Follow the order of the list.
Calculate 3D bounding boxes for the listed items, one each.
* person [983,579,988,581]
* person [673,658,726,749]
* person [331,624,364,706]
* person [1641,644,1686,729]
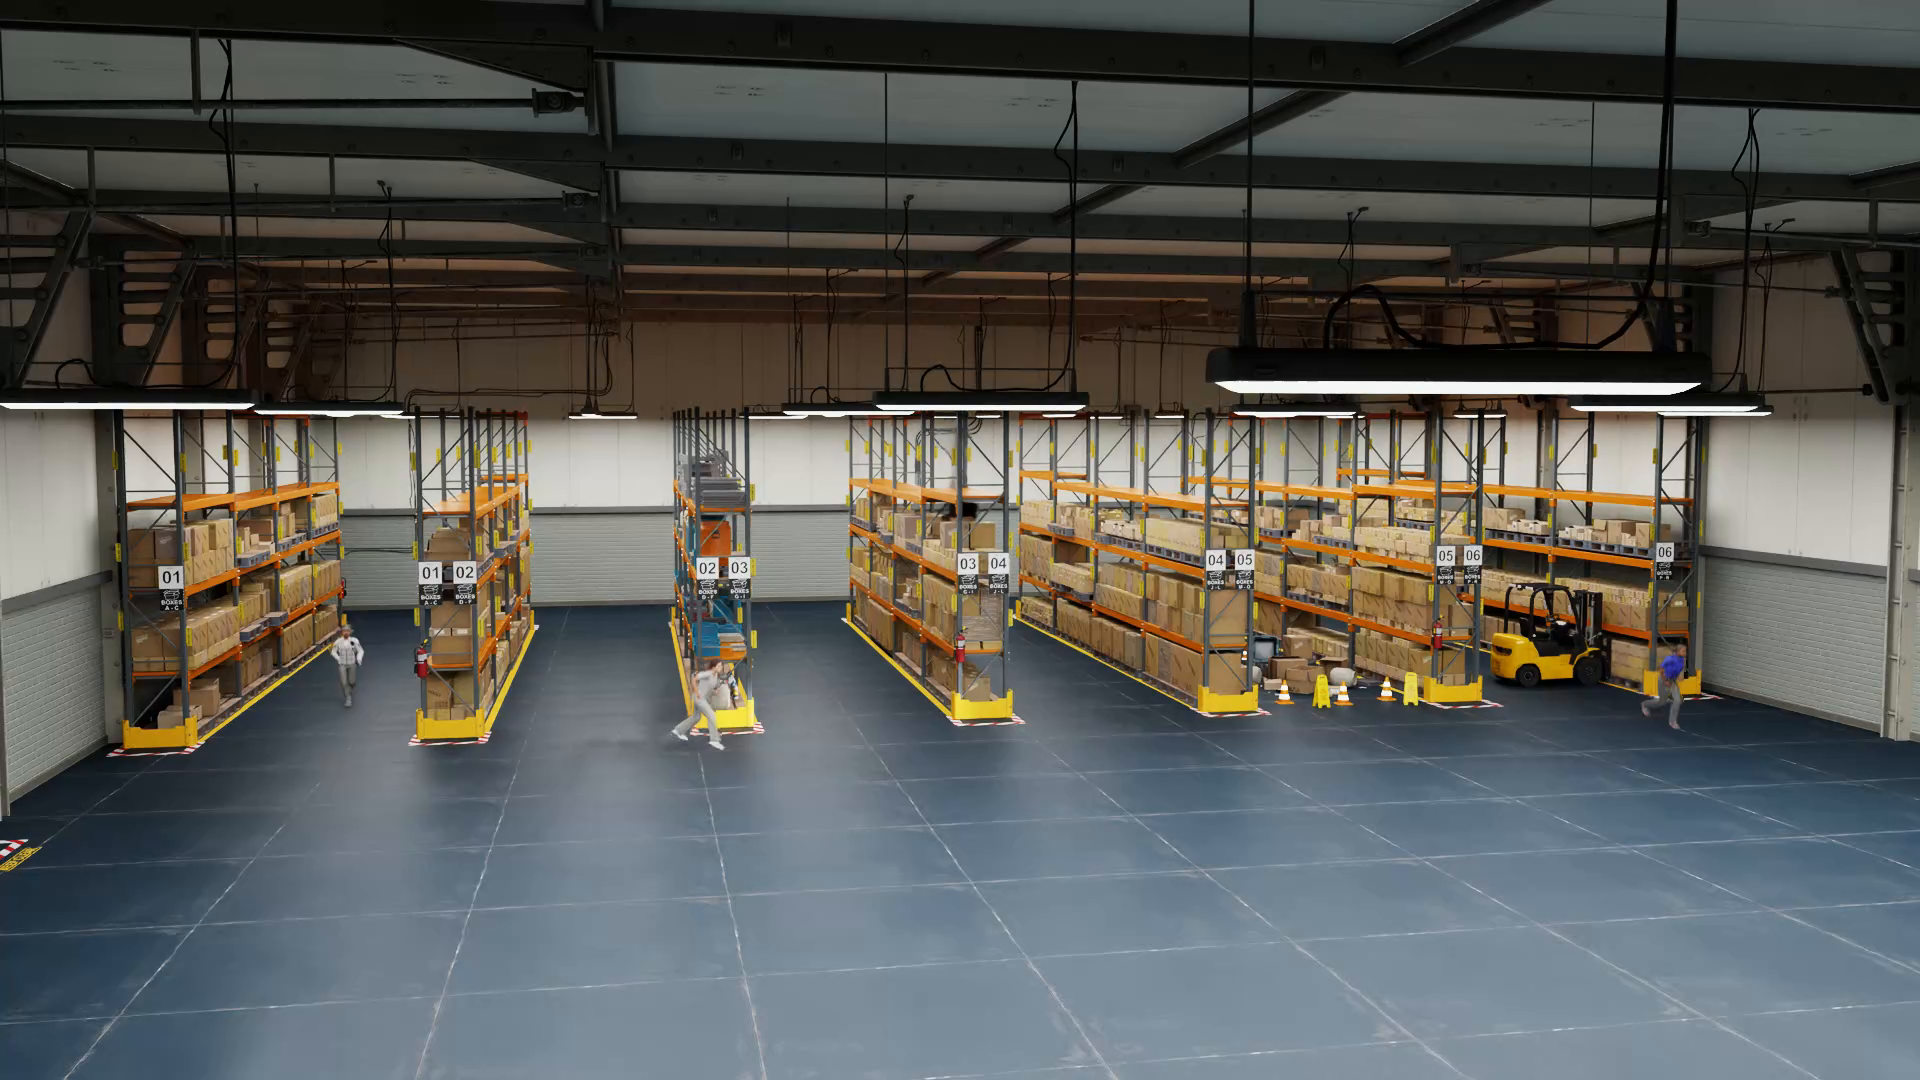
[{"bbox_3d":[0.523,1.406,48.505,0.714,1.761,1.036,-1,4,-8],"label":"person"},{"bbox_3d":[-4.604,2.868,29.225,1.003,1.625,0.603,1,4,20],"label":"person"},{"bbox_3d":[-12.383,2.518,33.612,0.616,1.659,0.514,-1,4,-17],"label":"person"},{"bbox_3d":[13.292,2.725,31.382,0.587,1.614,0.909,-3,5,-34],"label":"person"}]
